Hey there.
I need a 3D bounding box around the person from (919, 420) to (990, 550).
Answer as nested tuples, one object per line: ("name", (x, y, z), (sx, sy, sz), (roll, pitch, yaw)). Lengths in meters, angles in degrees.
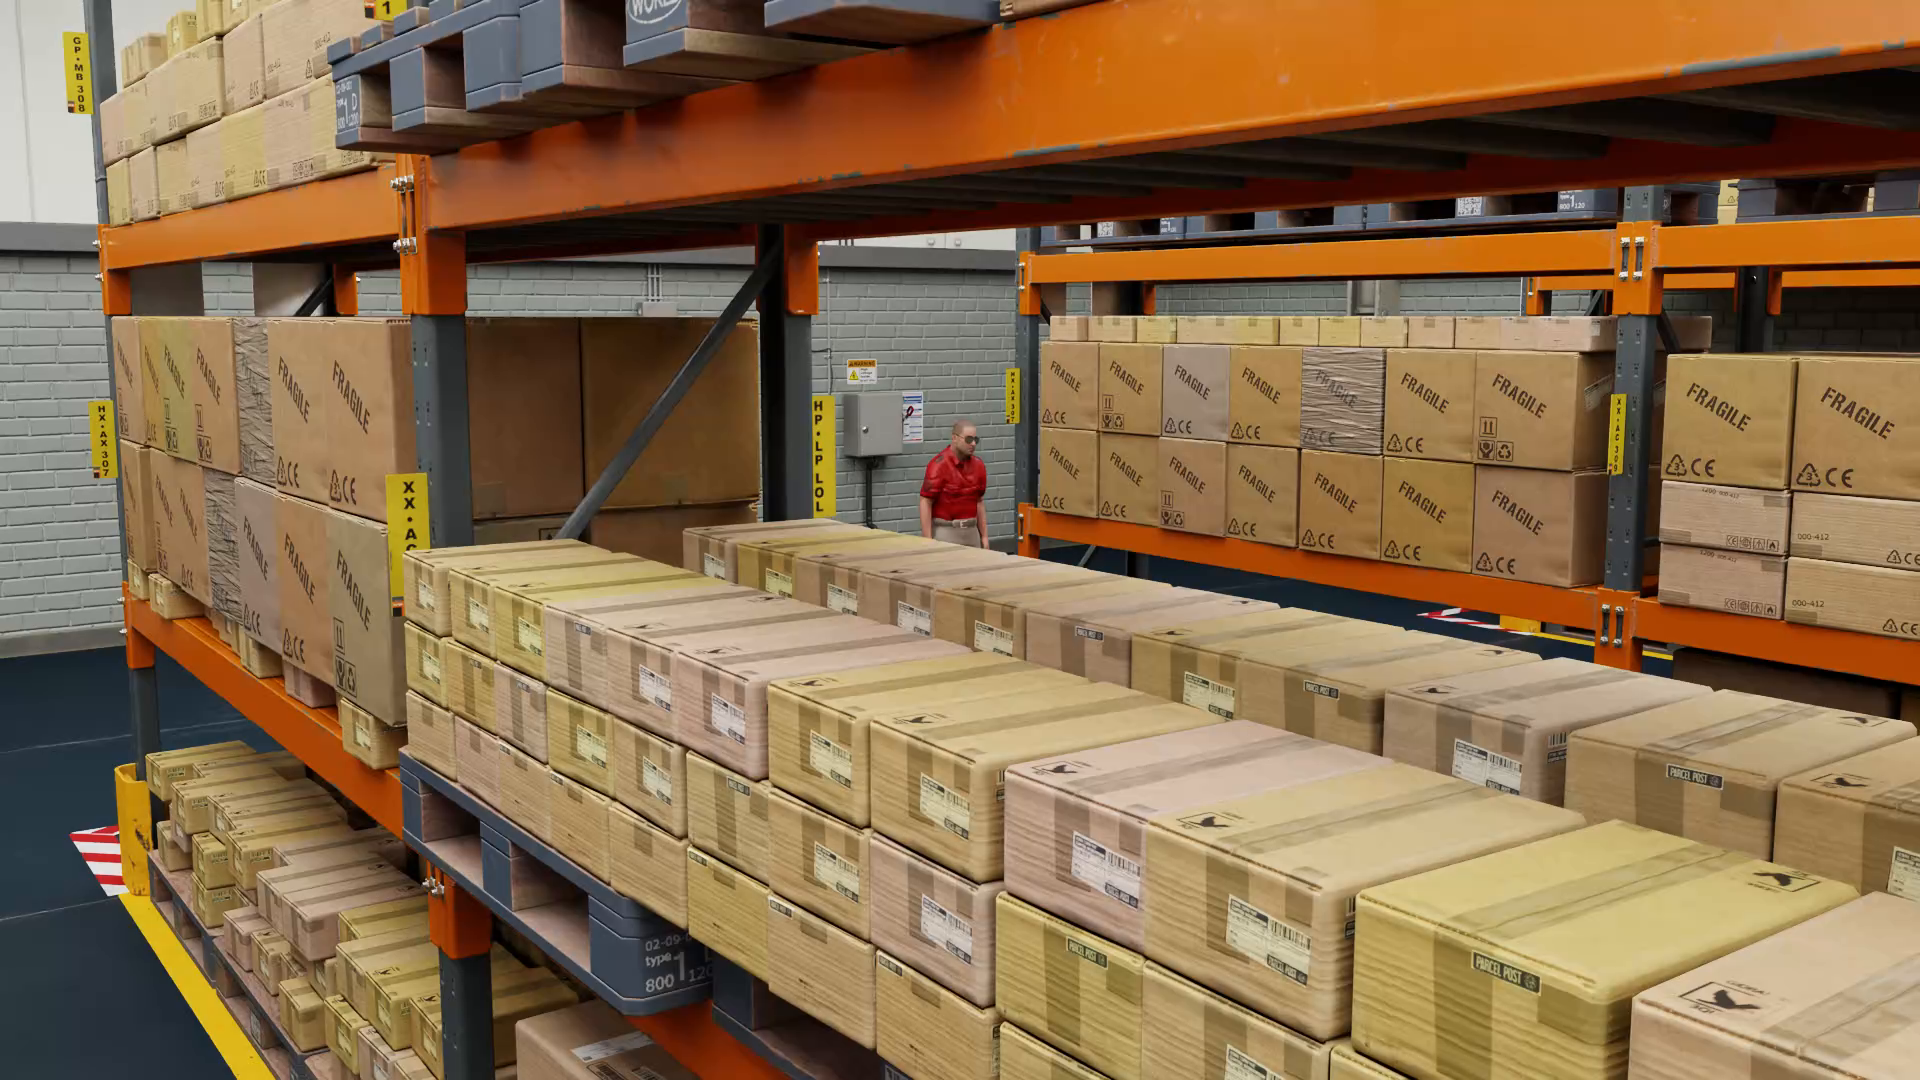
("person", (-0.031, 0.014, 11.750), (0.600, 1.726, 0.393), (-6, 10, -39))
